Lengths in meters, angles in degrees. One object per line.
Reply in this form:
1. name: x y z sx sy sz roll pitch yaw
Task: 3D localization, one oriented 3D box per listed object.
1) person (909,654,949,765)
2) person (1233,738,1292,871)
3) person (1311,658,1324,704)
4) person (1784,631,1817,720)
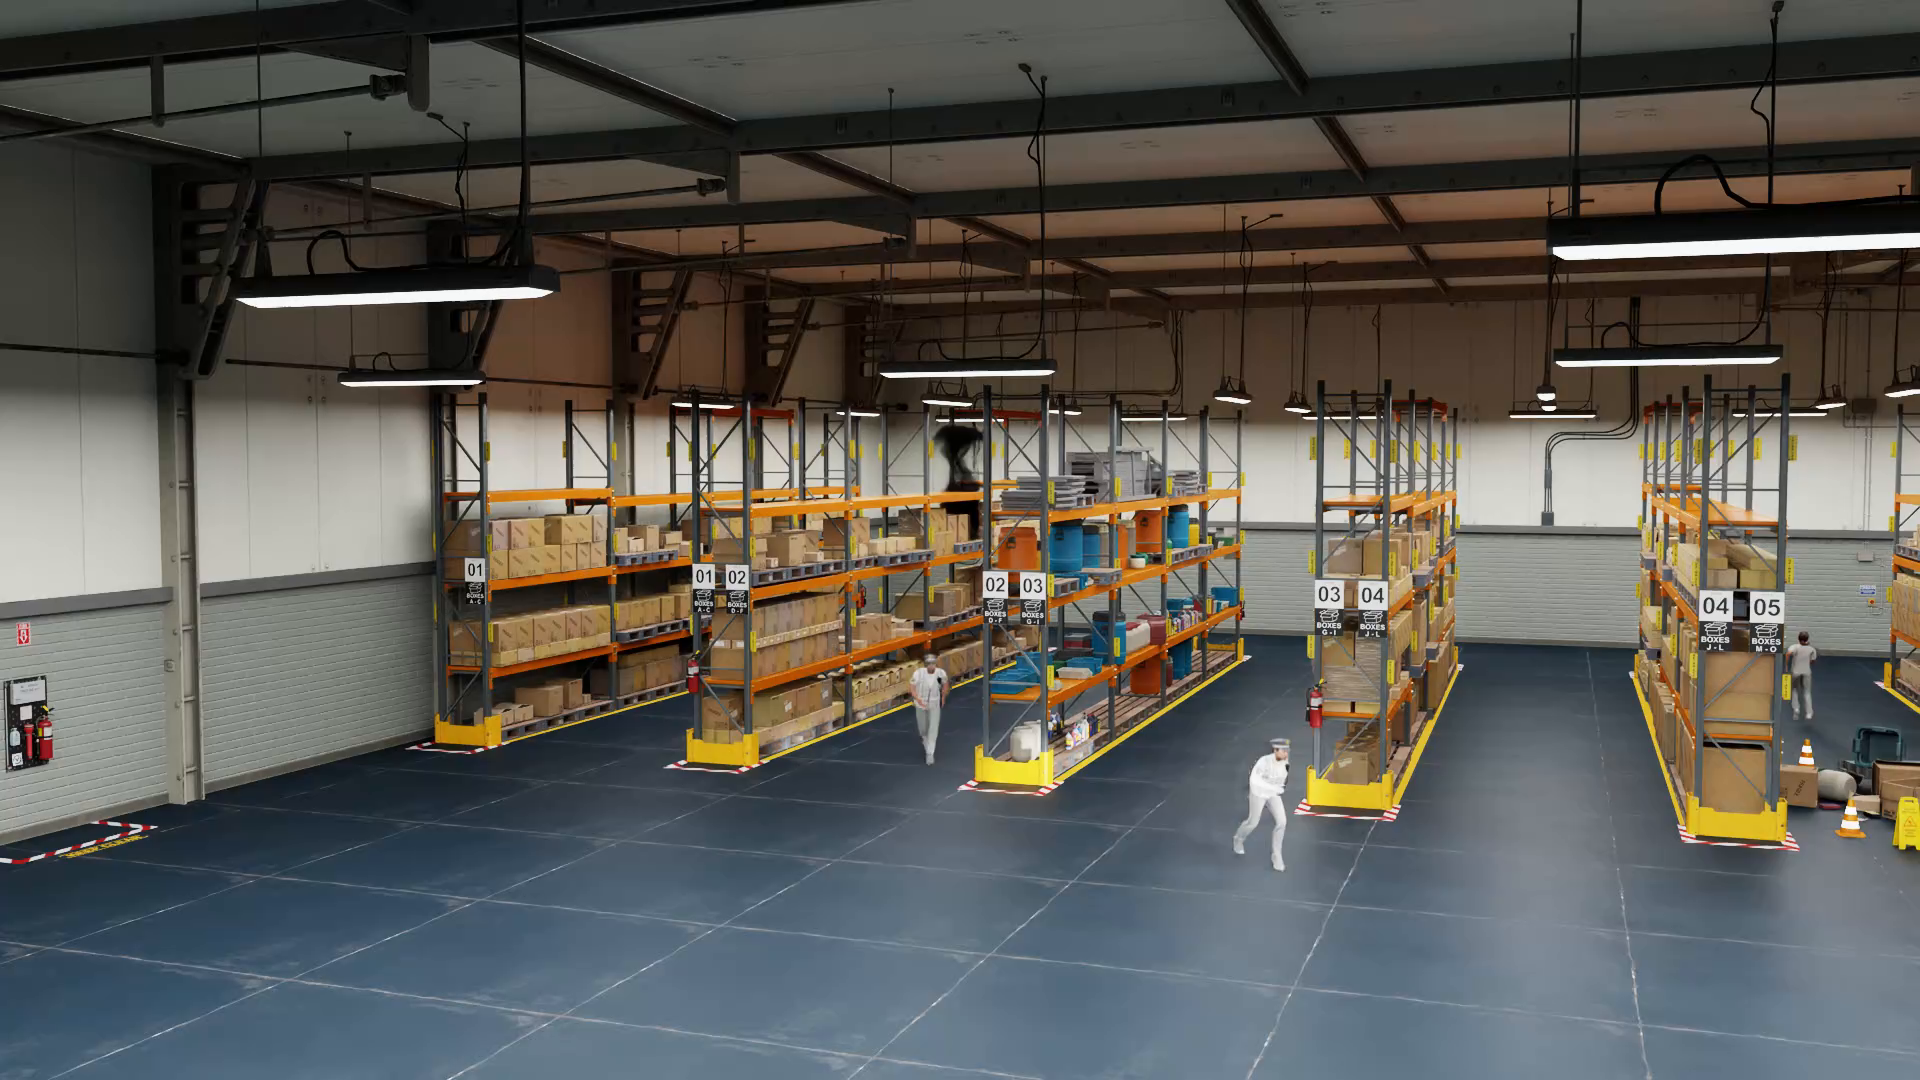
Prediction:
1. person: -0.506 2.708 27.071 0.662 1.777 1.076 0 3 -2
2. person: 3.675 3.162 20.221 0.658 1.624 0.961 -2 4 -31
3. person: 7.011 2.571 31.695 0.598 1.525 0.872 2 3 29
4. person: 15.536 2.533 30.746 0.570 1.693 0.865 1 3 19
